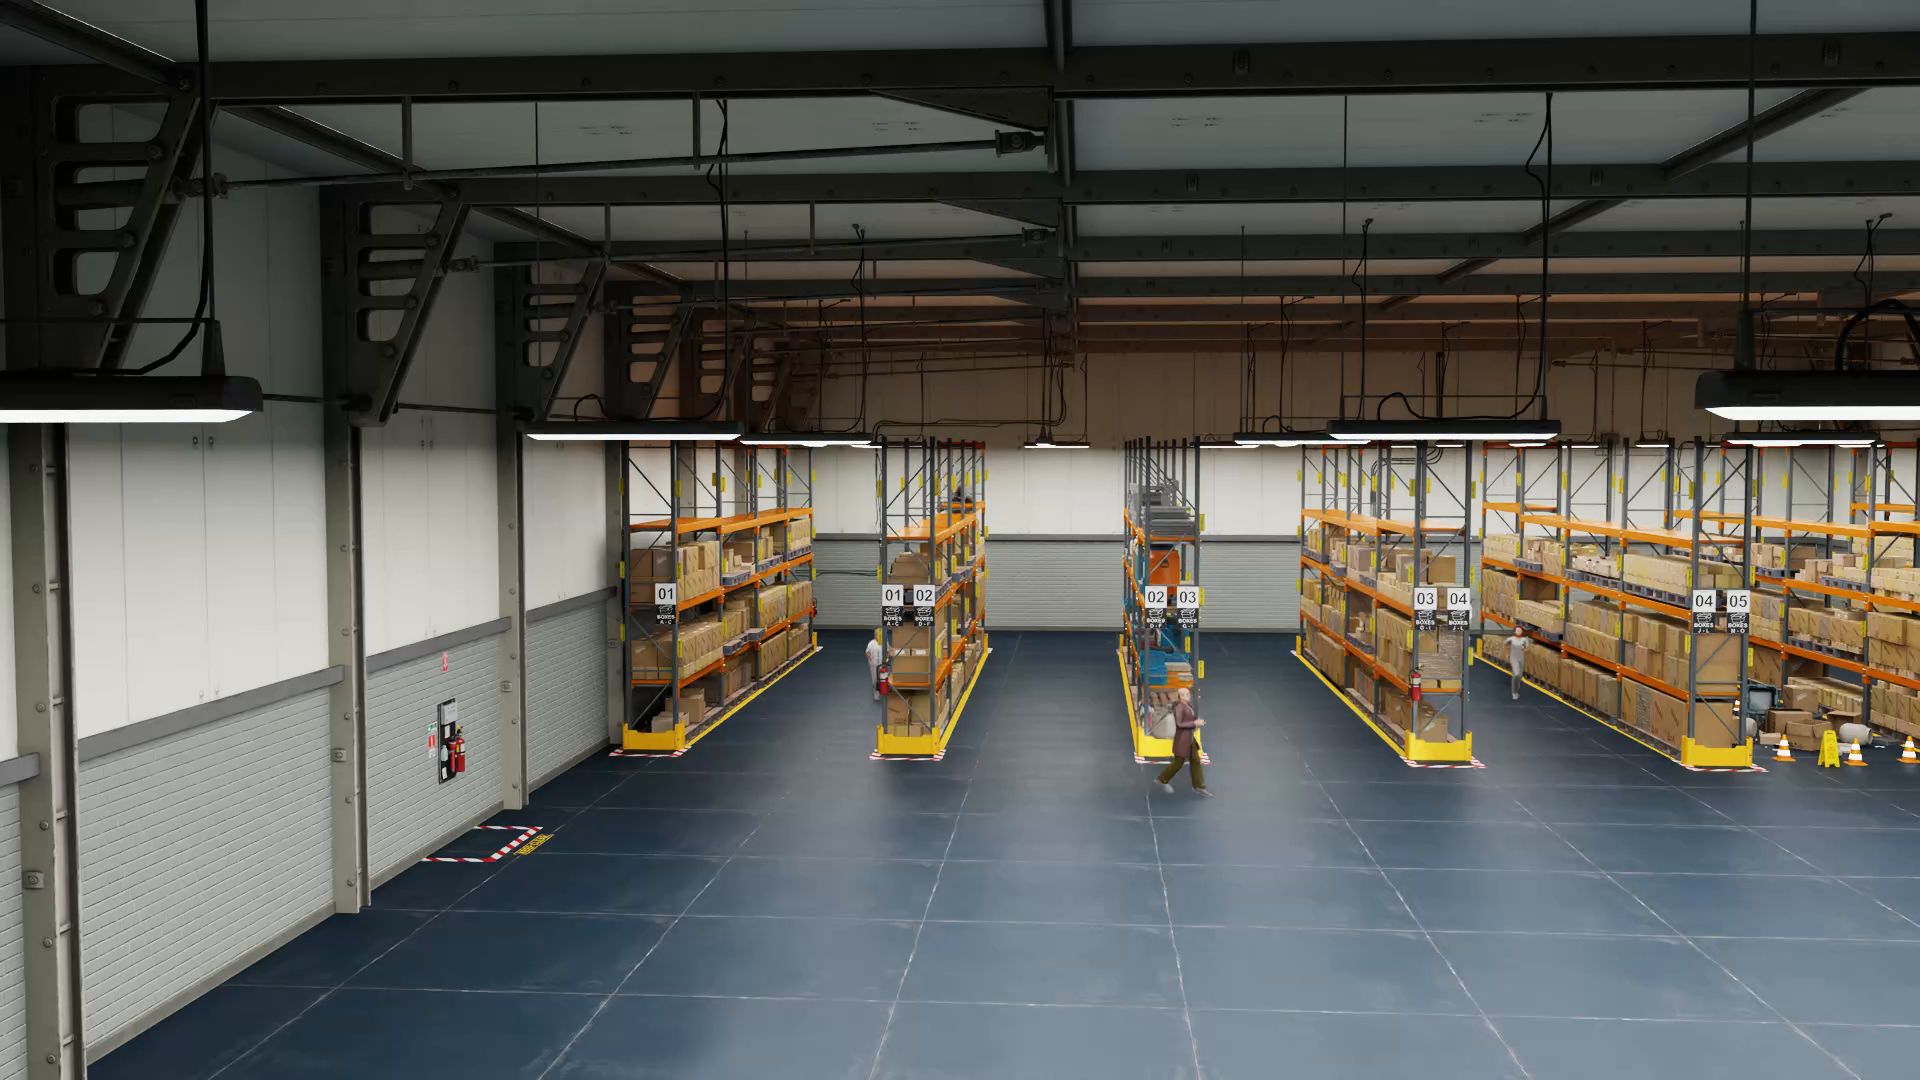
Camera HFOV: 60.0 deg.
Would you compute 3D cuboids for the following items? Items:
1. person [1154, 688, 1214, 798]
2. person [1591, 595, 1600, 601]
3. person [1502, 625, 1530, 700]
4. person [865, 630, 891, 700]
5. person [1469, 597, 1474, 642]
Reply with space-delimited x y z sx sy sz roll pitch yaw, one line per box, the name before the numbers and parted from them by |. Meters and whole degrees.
person | 3.693 3.339 27.468 0.985 1.808 0.701 2 3 28
person | 18.132 2.369 47.485 0.749 1.627 0.588 0 3 6
person | 12.877 2.832 38.449 0.531 1.721 0.738 0 3 -2
person | -1.871 2.868 38.155 0.598 1.621 0.557 0 3 -2
person | 14.429 2.363 47.664 0.551 1.599 0.667 1 3 17
